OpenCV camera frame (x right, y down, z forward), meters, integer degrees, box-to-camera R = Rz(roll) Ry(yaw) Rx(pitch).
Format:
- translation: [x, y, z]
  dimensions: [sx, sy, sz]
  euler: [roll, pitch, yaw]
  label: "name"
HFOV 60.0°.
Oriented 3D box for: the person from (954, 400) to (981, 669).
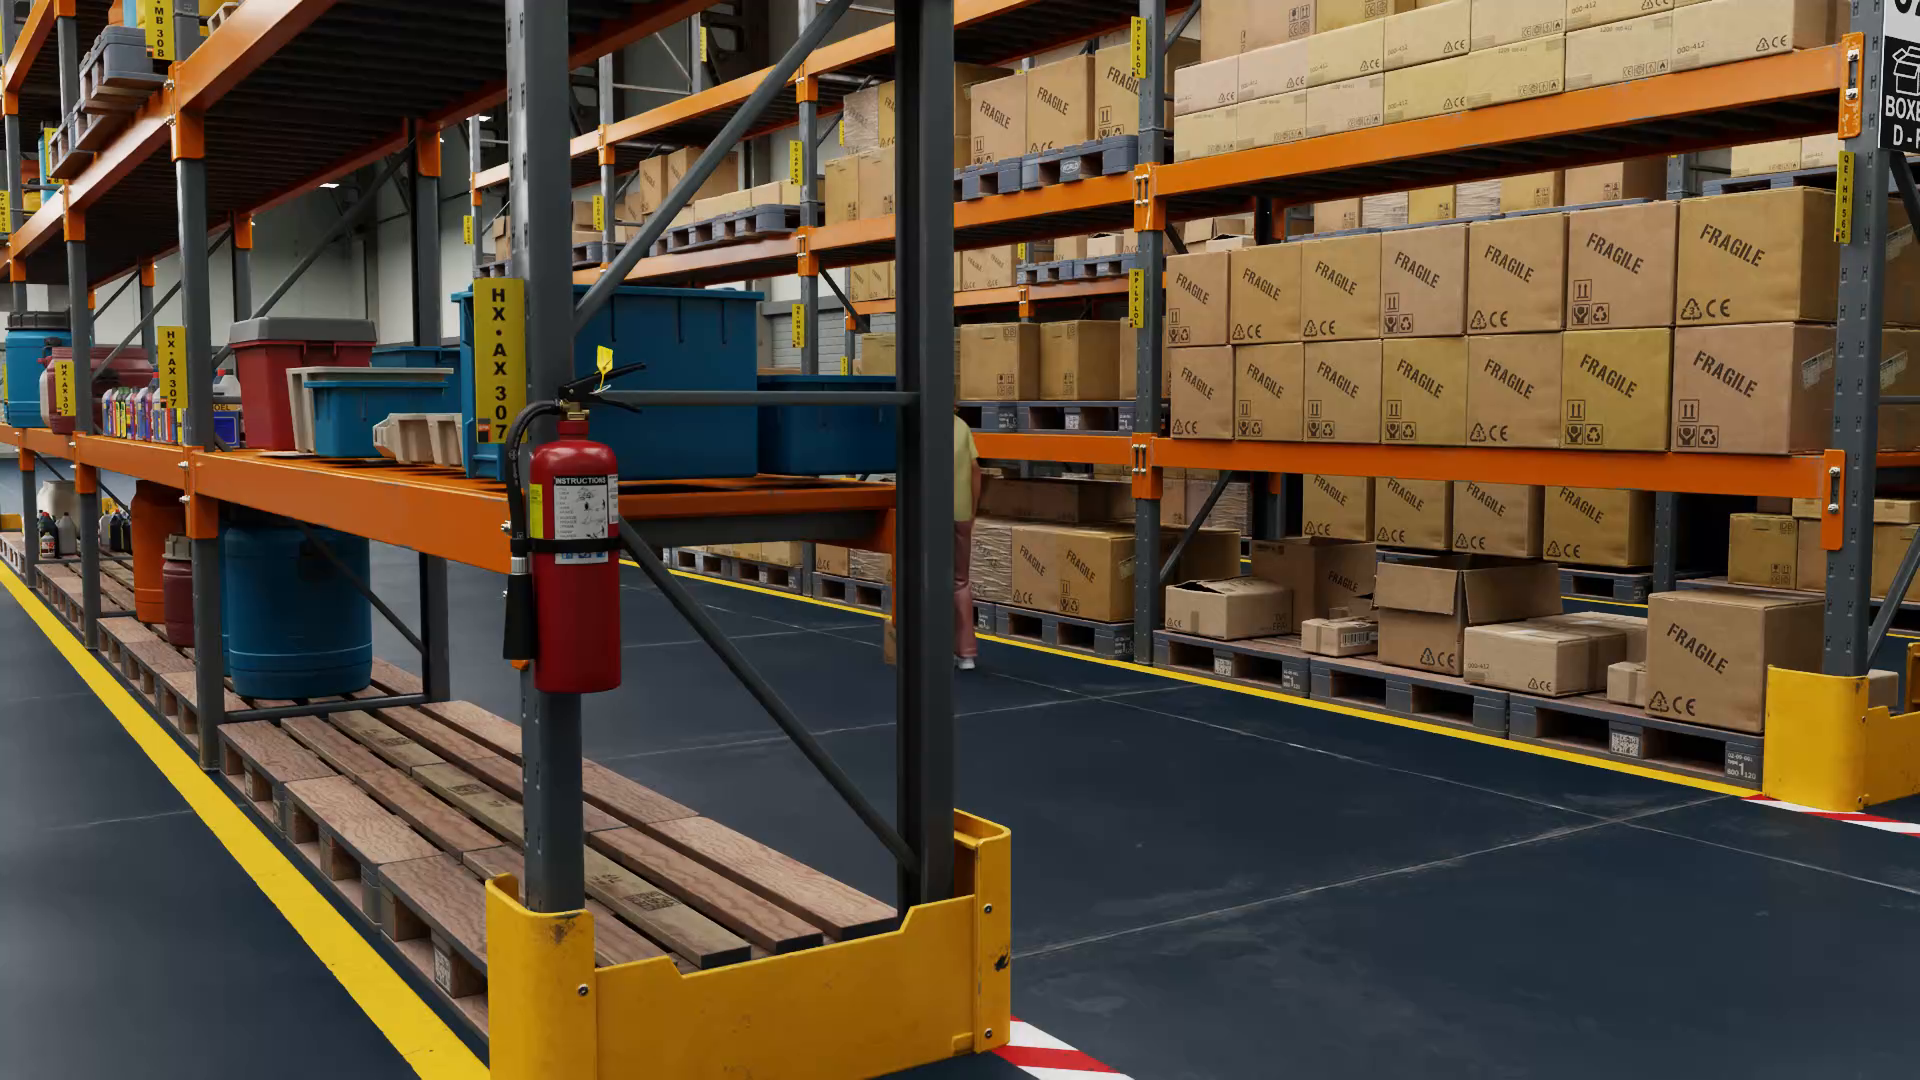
- translation: [-0.119, -0.103, 9.283]
  dimensions: [0.501, 1.672, 0.363]
  euler: [-3, 6, -35]
  label: "person"
